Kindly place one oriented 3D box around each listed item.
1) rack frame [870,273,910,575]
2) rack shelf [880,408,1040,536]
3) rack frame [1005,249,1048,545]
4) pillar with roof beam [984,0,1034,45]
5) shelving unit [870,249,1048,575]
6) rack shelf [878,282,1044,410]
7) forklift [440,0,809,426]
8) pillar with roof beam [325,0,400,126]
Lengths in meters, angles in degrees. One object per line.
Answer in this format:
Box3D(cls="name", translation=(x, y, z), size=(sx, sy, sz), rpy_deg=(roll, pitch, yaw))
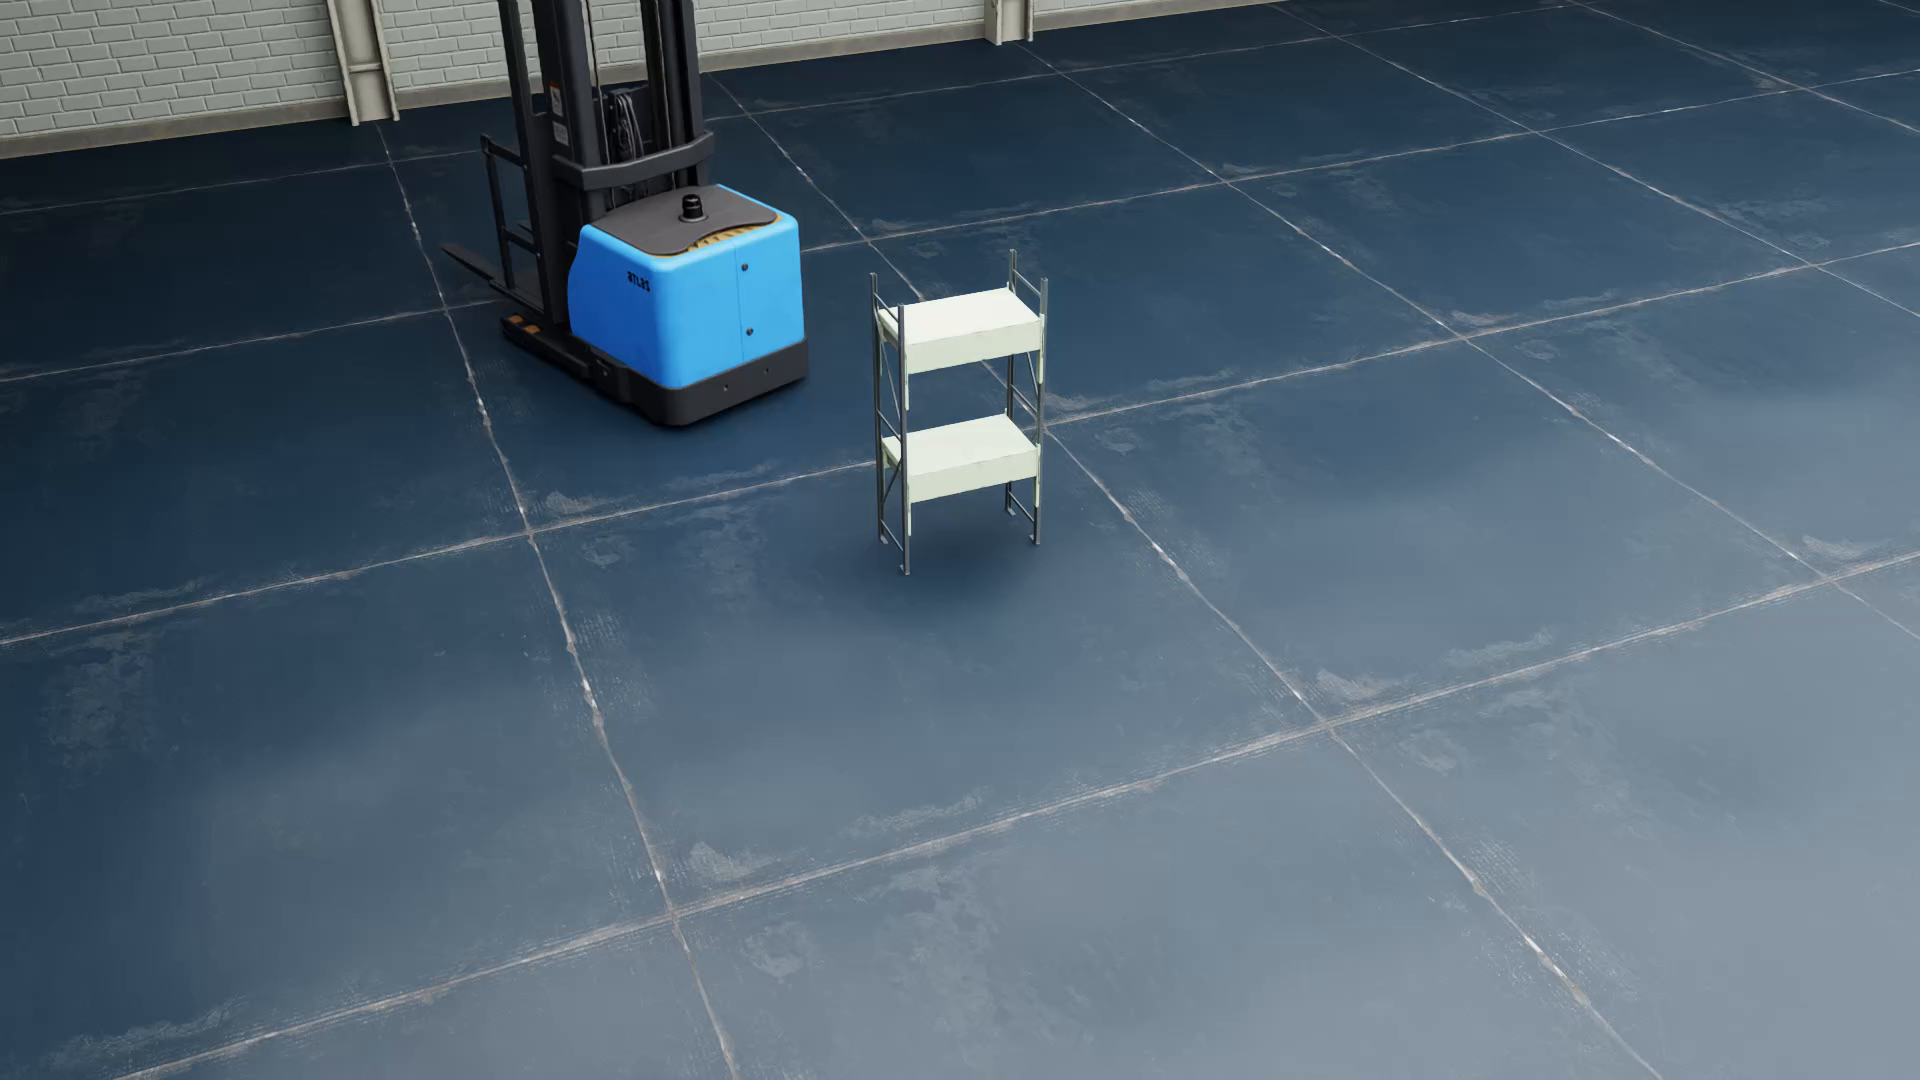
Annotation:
Box3D(cls="rack frame", translation=(-0.344, -0.550, 8.220), size=(0.023, 1.500, 0.400), rpy_deg=(-13, 35, -19))
Box3D(cls="rack shelf", translation=(-0.006, -0.354, 8.517), size=(0.720, 0.370, 0.431), rpy_deg=(-13, 35, -19))
Box3D(cls="rack frame", translation=(0.331, -0.704, 8.458), size=(0.023, 1.500, 0.400), rpy_deg=(-13, 35, -19))
Box3D(cls="pillar with roof beam", translation=(2.141, -6.523, 10.523), size=(0.400, 9.000, 9.100), rpy_deg=(-13, 35, -19))
Box3D(cls="shelving unit", translation=(-0.006, -0.627, 8.339), size=(0.755, 1.500, 0.431), rpy_deg=(-13, 35, -19))
Box3D(cls="rack shelf", translation=(-0.006, -0.954, 8.126), size=(0.720, 0.370, 0.431), rpy_deg=(-13, 35, -19))
Box3D(cls="forklift", translation=(-2.305, -2.602, 10.061), size=(1.130, 2.935, 3.031), rpy_deg=(-27, 42, -35))
Box3D(cls="pillar with roof beam", translation=(-3.391, -5.256, 8.577), size=(0.400, 9.000, 9.100), rpy_deg=(-13, 35, -19))
